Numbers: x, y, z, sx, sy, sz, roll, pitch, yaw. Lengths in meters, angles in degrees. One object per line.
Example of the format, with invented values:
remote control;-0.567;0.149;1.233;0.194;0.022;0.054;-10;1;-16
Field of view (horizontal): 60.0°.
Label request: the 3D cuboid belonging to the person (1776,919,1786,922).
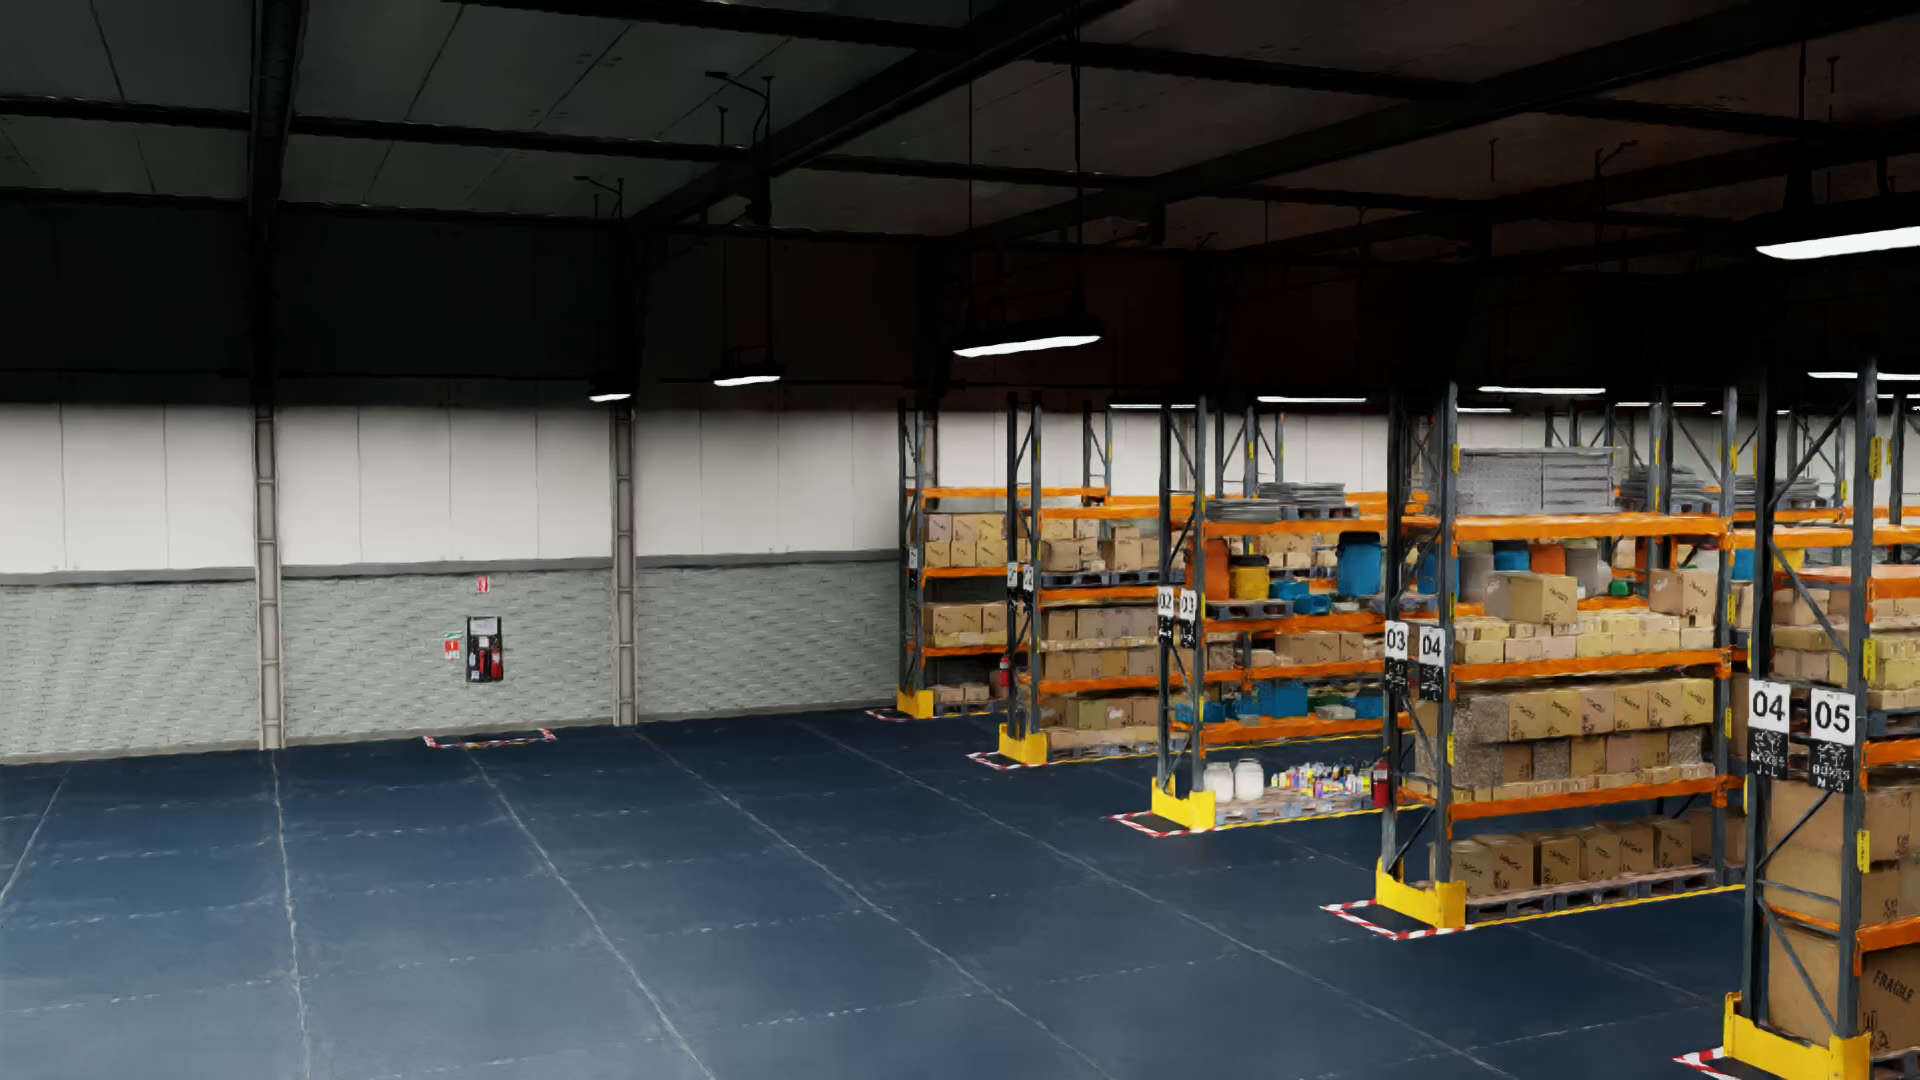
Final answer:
person;8.167;3.418;16.094;0.507;1.619;0.598;-2;4;-26
